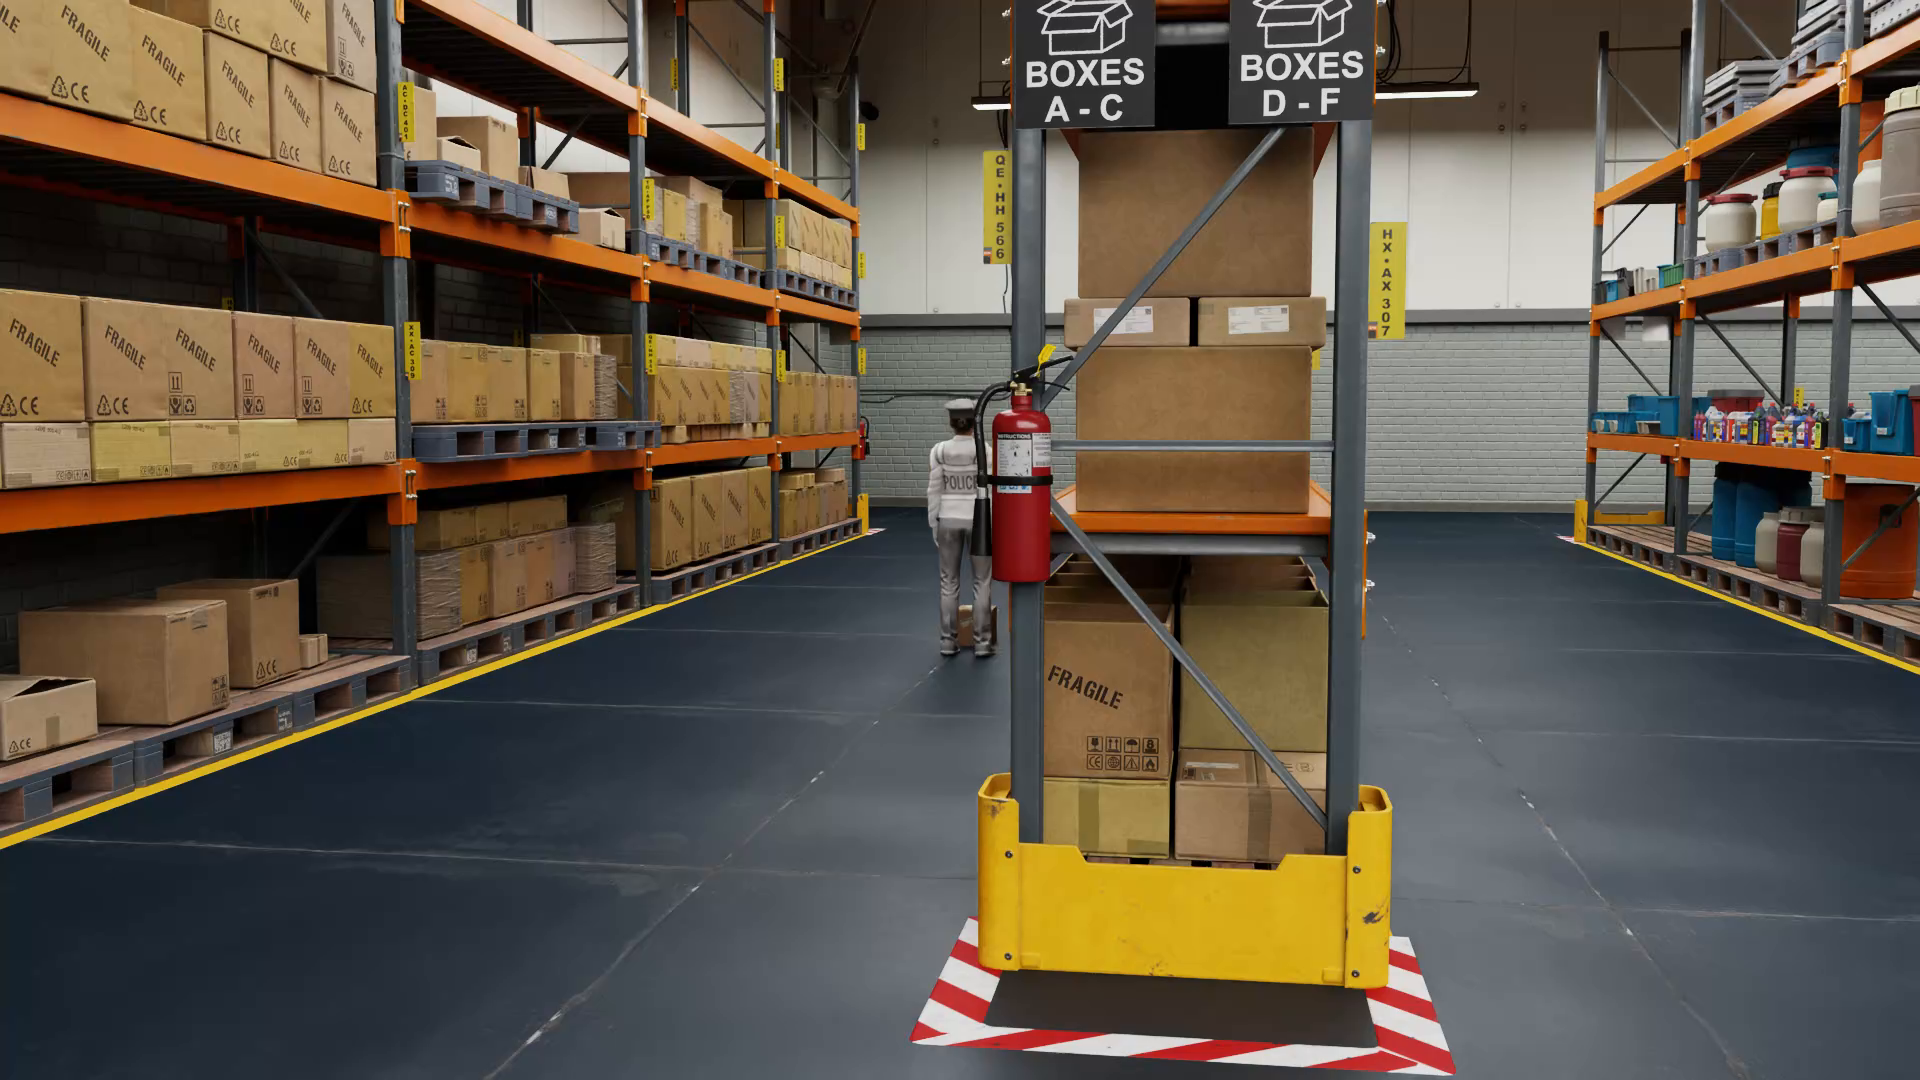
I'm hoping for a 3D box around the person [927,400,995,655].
[{"bbox_3d":[0.021,-0.077,10.876,0.468,1.669,0.329,1,5,10],"label":"person"}]
